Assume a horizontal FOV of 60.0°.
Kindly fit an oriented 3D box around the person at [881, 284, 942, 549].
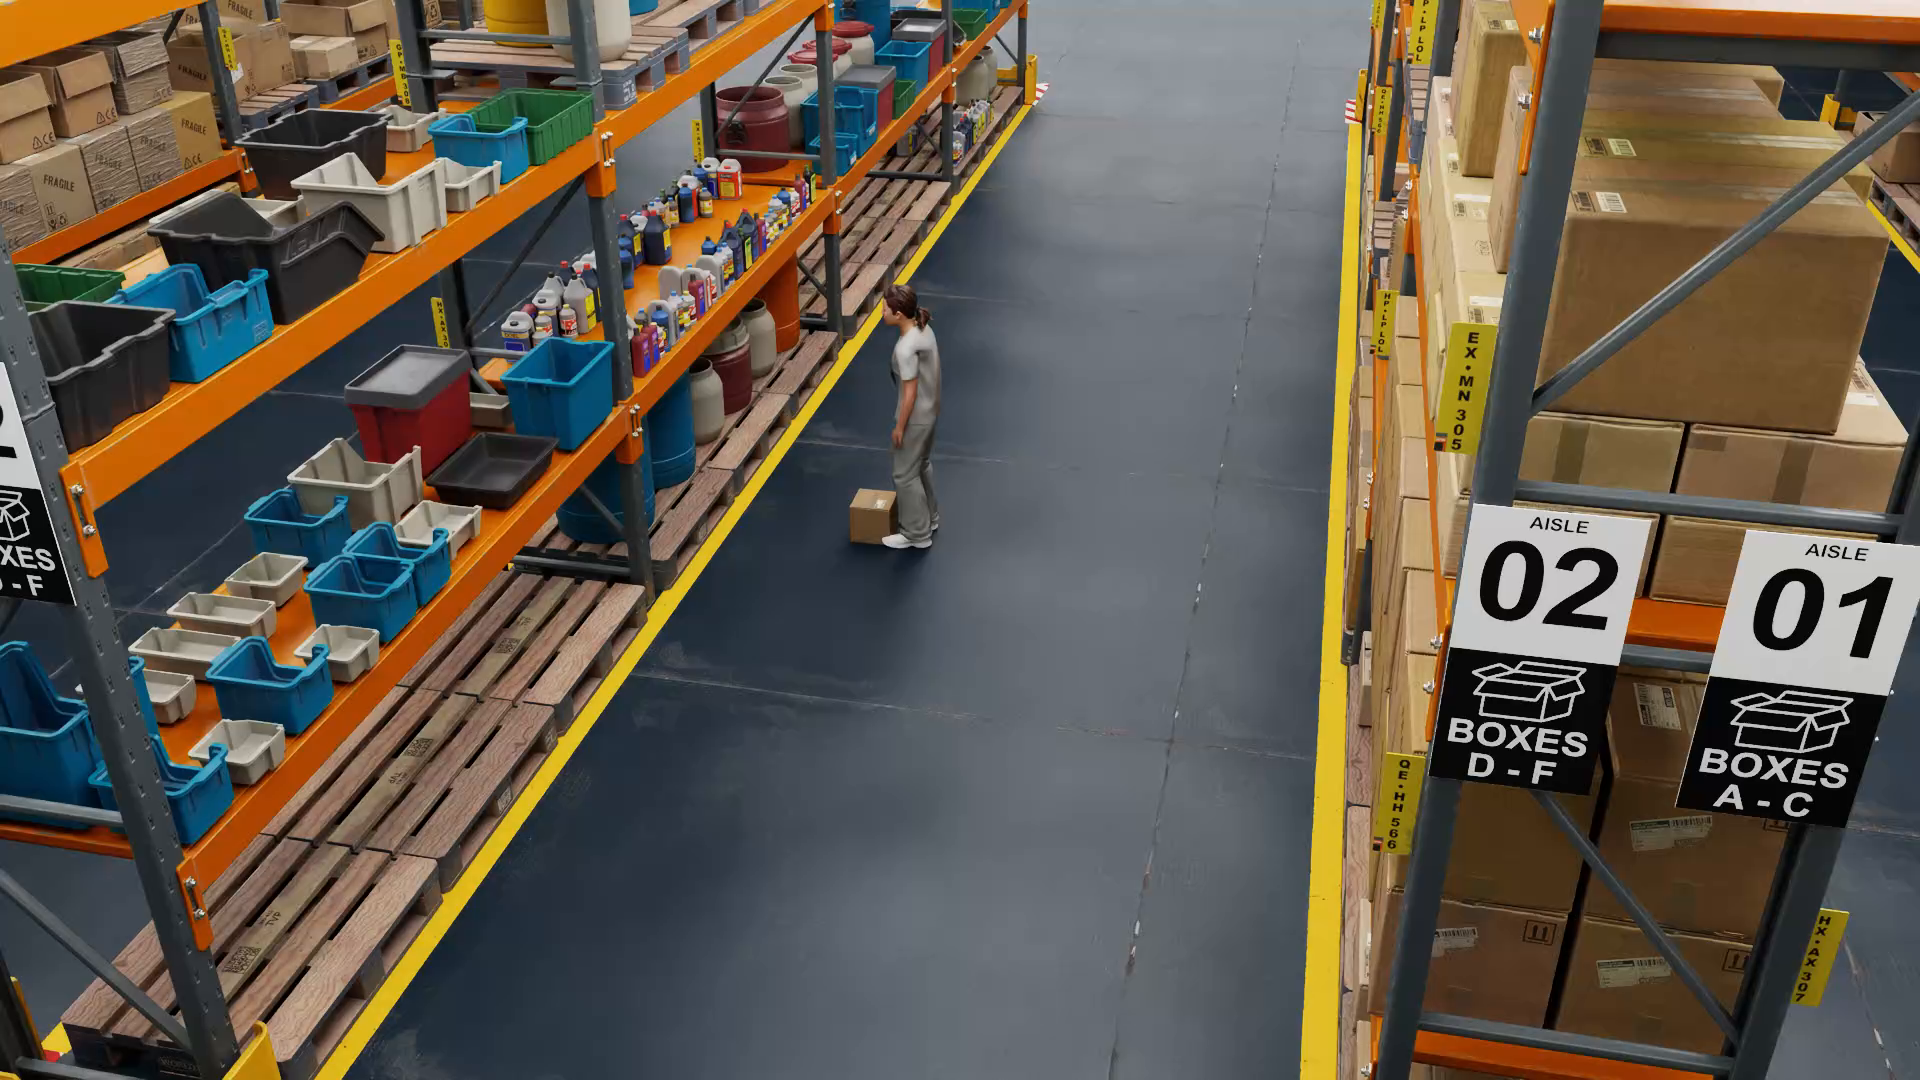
[{"bbox_3d":[-0.290,-0.744,9.961,0.352,1.673,0.508,5,29,9],"label":"person"}]
